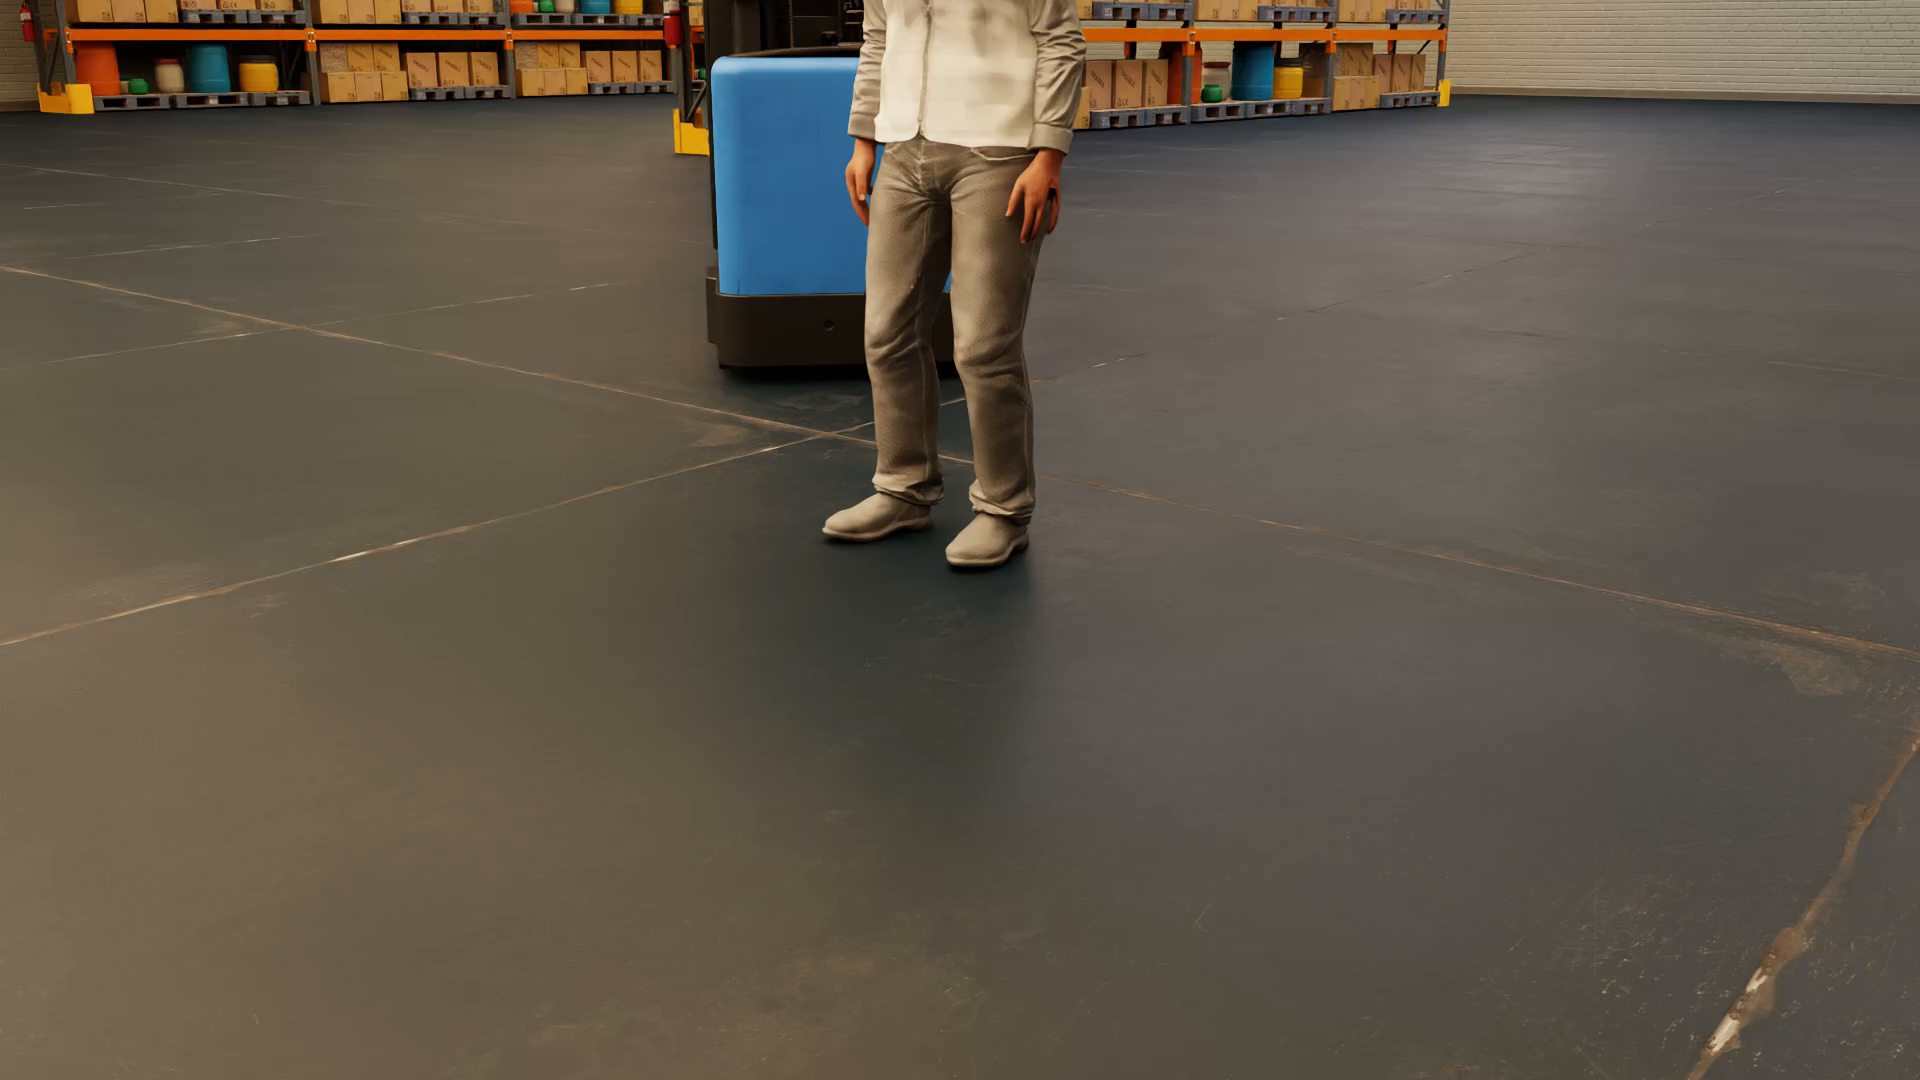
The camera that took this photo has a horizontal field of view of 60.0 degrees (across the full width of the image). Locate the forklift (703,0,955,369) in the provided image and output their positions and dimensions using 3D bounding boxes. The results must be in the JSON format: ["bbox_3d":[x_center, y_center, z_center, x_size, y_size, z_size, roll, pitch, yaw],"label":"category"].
[{"bbox_3d":[-0.496,-2.370,6.701,1.130,2.935,3.031,-2,17,-7],"label":"forklift"}]

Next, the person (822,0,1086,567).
[{"bbox_3d":[-0.008,-0.839,3.661,0.580,1.770,0.463,13,21,36],"label":"person"}]
